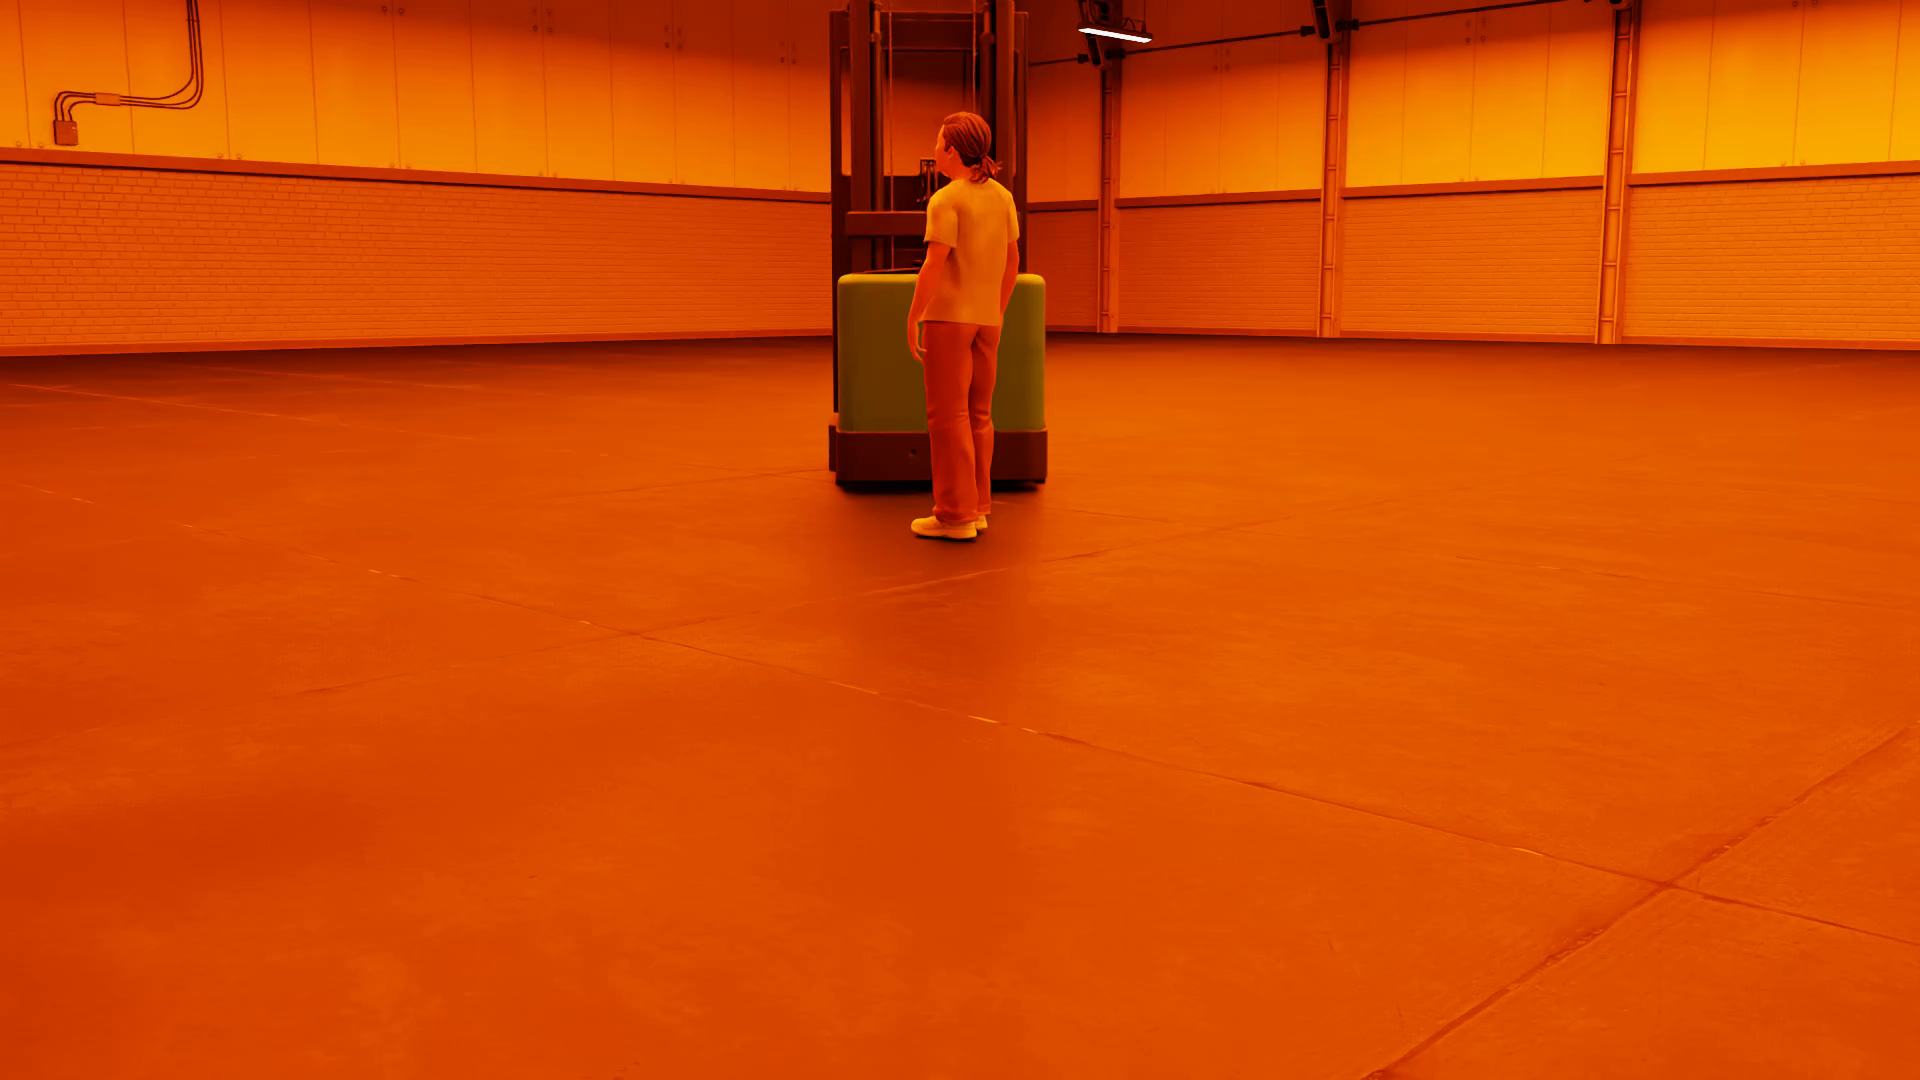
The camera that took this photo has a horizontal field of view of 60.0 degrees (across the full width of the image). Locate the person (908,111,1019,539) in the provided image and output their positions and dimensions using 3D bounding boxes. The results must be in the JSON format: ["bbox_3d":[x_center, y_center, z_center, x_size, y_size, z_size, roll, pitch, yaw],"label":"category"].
[{"bbox_3d":[-0.045,-0.844,6.650,0.549,1.675,0.555,8,12,43],"label":"person"}]

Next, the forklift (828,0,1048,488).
[{"bbox_3d":[-0.190,-1.895,9.461,1.130,2.935,3.031,-1,9,-4],"label":"forklift"}]
